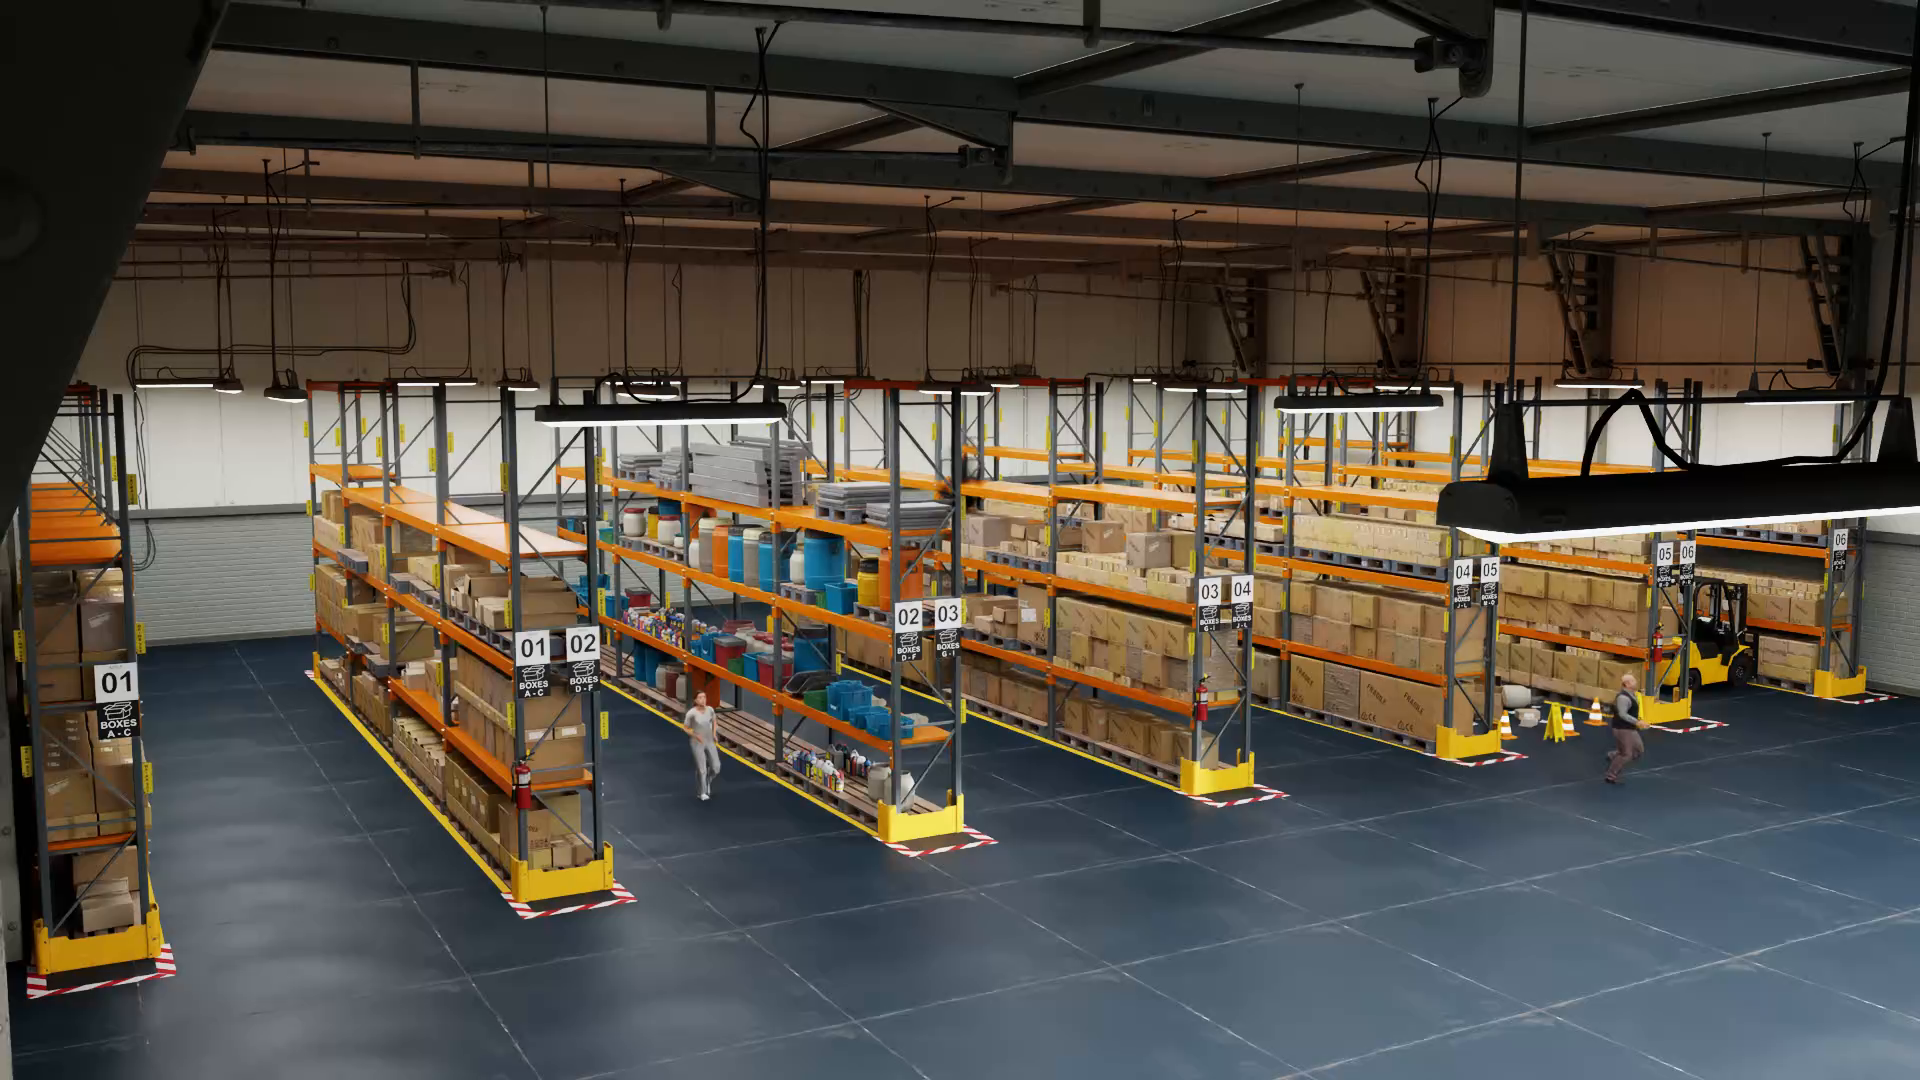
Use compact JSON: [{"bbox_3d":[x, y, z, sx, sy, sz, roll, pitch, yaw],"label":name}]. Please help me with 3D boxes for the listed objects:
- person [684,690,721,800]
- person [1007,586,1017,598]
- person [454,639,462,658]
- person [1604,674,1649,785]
[{"bbox_3d":[-3.697,2.964,24.000,0.539,1.626,0.541,-4,7,-31],"label":"person"},{"bbox_3d":[1.311,1.073,42.046,0.841,1.573,0.566,5,8,42],"label":"person"},{"bbox_3d":[-10.316,1.887,33.733,0.674,1.732,0.619,-6,8,-42],"label":"person"},{"bbox_3d":[10.041,2.847,25.016,0.635,1.680,0.685,4,7,31],"label":"person"}]
